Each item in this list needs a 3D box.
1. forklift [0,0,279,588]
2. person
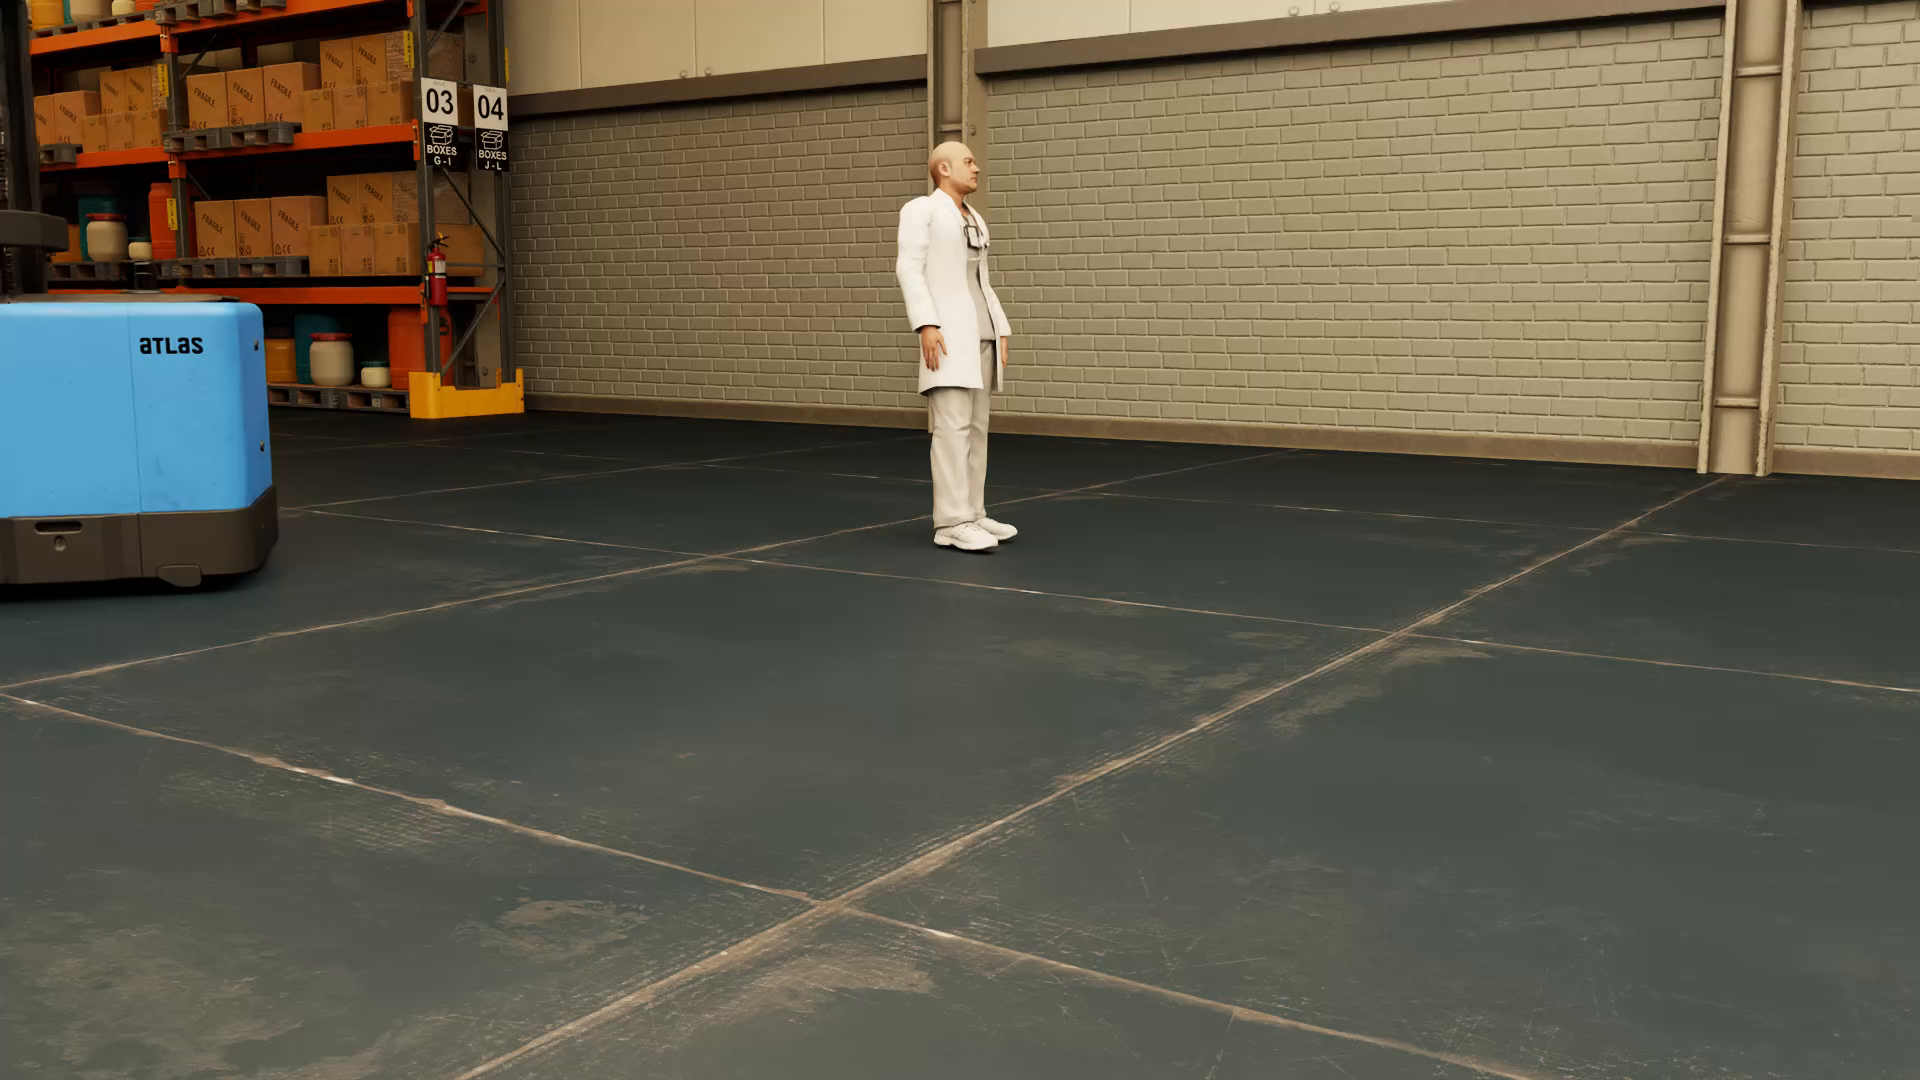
[{"bbox_3d":[-4.243,-1.265,6.086,3.031,2.935,1.130,-2,8,-17],"label":"forklift"},{"bbox_3d":[0.074,-0.880,7.424,0.578,1.778,0.696,5,10,34],"label":"person"}]
